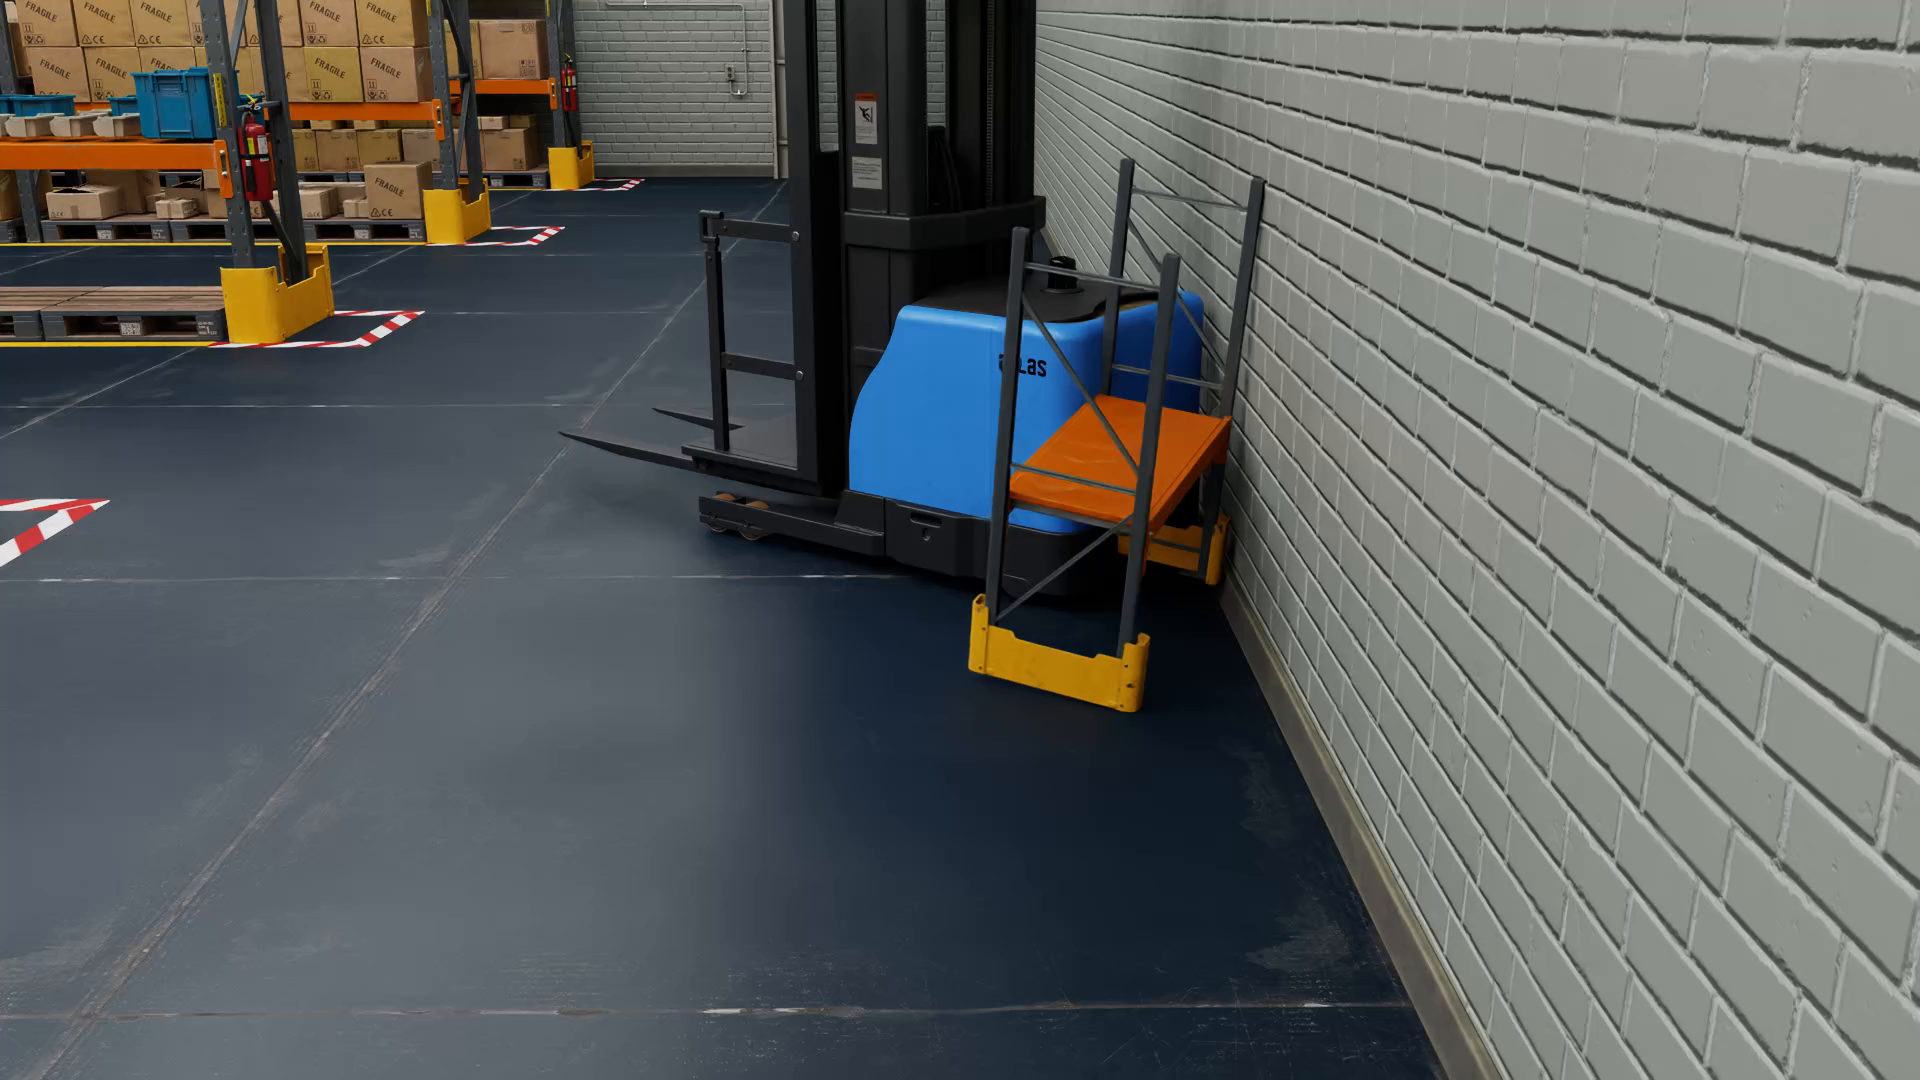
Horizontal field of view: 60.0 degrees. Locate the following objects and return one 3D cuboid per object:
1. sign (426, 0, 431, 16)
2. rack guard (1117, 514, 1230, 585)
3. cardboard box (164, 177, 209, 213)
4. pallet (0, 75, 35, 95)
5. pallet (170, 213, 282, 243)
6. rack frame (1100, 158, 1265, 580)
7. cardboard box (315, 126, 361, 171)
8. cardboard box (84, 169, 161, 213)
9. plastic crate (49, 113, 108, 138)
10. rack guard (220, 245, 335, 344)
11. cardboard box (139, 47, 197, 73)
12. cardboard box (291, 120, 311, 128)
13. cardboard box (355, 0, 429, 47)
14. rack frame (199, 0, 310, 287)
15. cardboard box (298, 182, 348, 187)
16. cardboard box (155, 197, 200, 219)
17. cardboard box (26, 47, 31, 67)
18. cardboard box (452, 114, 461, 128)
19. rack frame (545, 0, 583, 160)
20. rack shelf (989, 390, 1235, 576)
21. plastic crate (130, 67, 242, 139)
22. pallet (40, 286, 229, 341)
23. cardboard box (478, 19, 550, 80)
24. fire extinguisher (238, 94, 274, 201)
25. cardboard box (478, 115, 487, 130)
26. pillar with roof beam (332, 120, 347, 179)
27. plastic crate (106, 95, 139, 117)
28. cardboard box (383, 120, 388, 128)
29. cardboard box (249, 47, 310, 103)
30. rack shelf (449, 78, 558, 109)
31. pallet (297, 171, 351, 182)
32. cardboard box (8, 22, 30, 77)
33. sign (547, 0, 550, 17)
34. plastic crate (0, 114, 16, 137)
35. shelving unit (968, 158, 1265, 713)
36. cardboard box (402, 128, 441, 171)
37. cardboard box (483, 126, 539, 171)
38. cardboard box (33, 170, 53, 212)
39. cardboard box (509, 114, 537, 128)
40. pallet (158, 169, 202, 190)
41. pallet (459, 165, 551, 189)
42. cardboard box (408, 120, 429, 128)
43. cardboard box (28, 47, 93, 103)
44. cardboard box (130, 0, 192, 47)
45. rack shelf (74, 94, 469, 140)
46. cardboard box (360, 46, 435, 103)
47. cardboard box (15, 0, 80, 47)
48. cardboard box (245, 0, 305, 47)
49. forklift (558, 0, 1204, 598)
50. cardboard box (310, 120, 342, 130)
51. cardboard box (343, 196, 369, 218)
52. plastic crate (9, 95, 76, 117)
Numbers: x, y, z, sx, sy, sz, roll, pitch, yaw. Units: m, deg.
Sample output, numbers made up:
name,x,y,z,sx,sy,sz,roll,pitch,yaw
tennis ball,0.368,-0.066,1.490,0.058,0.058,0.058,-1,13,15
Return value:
name,x,y,z,sx,sy,sz,roll,pitch,yaw
sign,-4.863,-4.963,15.196,0.005,0.325,0.100,0,18,-1
rack guard,0.703,-0.022,6.224,0.587,0.250,0.087,14,28,19
cardboard box,-7.536,-3.434,16.524,0.500,0.311,0.500,0,18,-1
pallet,-9.652,-4.350,16.011,1.213,0.211,1.003,0,18,-1
pallet,-6.942,-3.094,16.347,1.213,0.211,1.003,0,18,-1
rack frame,0.741,-0.581,5.947,0.500,1.500,0.032,14,28,19
cardboard box,-7.682,-4.908,20.842,0.500,0.500,0.700,0,18,-1
cardboard box,-8.286,-3.521,16.483,0.500,0.500,0.500,0,18,-1
plastic crate,-5.880,-2.765,11.090,0.243,0.136,0.396,0,18,-1
rack guard,-4.754,-1.732,11.629,0.348,0.500,1.175,0,18,-1
cardboard box,-7.325,-4.384,15.639,0.500,0.500,0.500,0,18,-1
cardboard box,-8.332,-5.276,20.926,0.250,0.149,0.380,0,18,-1
cardboard box,-5.293,-4.869,15.514,0.500,0.500,0.500,0,18,-1
rack frame,-4.778,-2.918,11.234,0.127,3.000,1.000,0,18,-1
cardboard box,-6.400,-3.411,16.550,0.500,0.250,0.500,0,18,-1
cardboard box,-7.564,-3.215,16.079,0.250,0.166,0.380,0,18,-1
cardboard box,-11.423,-6.030,20.252,0.500,0.500,0.500,0,18,-1
cardboard box,-6.267,-5.287,20.960,0.250,0.149,0.380,0,18,0
rack frame,-4.934,-5.944,20.667,0.127,3.000,1.000,0,18,-1
rack shelf,0.532,-0.222,5.602,0.538,0.185,1.000,14,28,19
plastic crate,-5.109,-2.905,11.037,0.499,0.435,0.616,0,18,-1
pallet,-5.603,-1.598,11.685,1.213,0.211,1.003,0,18,-1
cardboard box,-5.444,-6.081,20.604,0.700,0.700,0.980,1,18,2
fire extinguisher,-4.620,-2.566,10.873,0.183,0.674,0.296,0,18,-1
cardboard box,-6.013,-5.171,20.599,0.250,0.149,0.380,0,18,1
pillar with roof beam,-8.179,-7.734,16.425,0.400,9.000,9.100,0,18,-1
plastic crate,-5.688,-2.963,11.550,0.300,0.233,0.416,0,18,-1
cardboard box,-7.289,-5.281,20.943,0.250,0.149,0.380,0,18,0
cardboard box,-6.313,-4.389,15.656,0.500,0.500,0.500,0,18,0
rack shelf,-6.934,-5.592,20.746,4.000,0.370,1.077,0,18,-1
pallet,-8.172,-4.577,20.969,1.213,0.211,1.003,0,18,-1
cardboard box,-9.329,-4.725,16.017,0.500,0.500,0.700,-6,19,-19
sign,-4.939,-6.442,19.937,0.005,0.325,0.100,0,18,-1
plastic crate,-6.454,-2.749,11.041,0.250,0.136,0.298,0,18,-1
shelving unit,0.546,-0.386,5.530,0.587,1.500,1.083,14,28,19
cardboard box,-6.636,-4.915,20.863,0.500,0.500,0.700,-1,18,-3
cardboard box,-5.632,-4.920,20.879,0.500,0.500,0.700,0,18,-1
cardboard box,-9.339,-3.503,16.430,0.500,0.500,0.500,-1,18,-3
cardboard box,-5.510,-5.290,20.972,0.250,0.149,0.380,0,18,0
pallet,-9.704,-4.570,20.949,1.213,0.211,1.003,0,18,-1
pallet,-5.732,-4.589,21.006,1.213,0.211,1.003,0,18,-1
cardboard box,-6.778,-5.284,20.951,0.250,0.149,0.380,0,18,0
cardboard box,-8.338,-4.379,15.623,0.500,0.500,0.500,0,18,1
cardboard box,-7.346,-4.857,15.477,0.500,0.500,0.500,-1,18,-2
rack shelf,-6.852,-4.079,16.030,4.000,0.370,1.077,0,18,-1
cardboard box,-5.296,-4.393,15.669,0.500,0.500,0.500,0,18,1
cardboard box,-8.376,-4.852,15.461,0.500,0.500,0.500,0,18,1
cardboard box,-6.316,-4.862,15.493,0.500,0.500,0.500,0,18,1
forklift,-0.503,-1.509,6.954,3.031,2.935,1.130,13,22,34
cardboard box,-7.839,-5.162,20.570,0.250,0.149,0.380,0,18,1
cardboard box,-5.798,-3.239,16.153,0.250,0.166,0.380,0,18,-1
plastic crate,-6.346,-2.960,11.541,0.300,0.233,0.416,0,18,-1
